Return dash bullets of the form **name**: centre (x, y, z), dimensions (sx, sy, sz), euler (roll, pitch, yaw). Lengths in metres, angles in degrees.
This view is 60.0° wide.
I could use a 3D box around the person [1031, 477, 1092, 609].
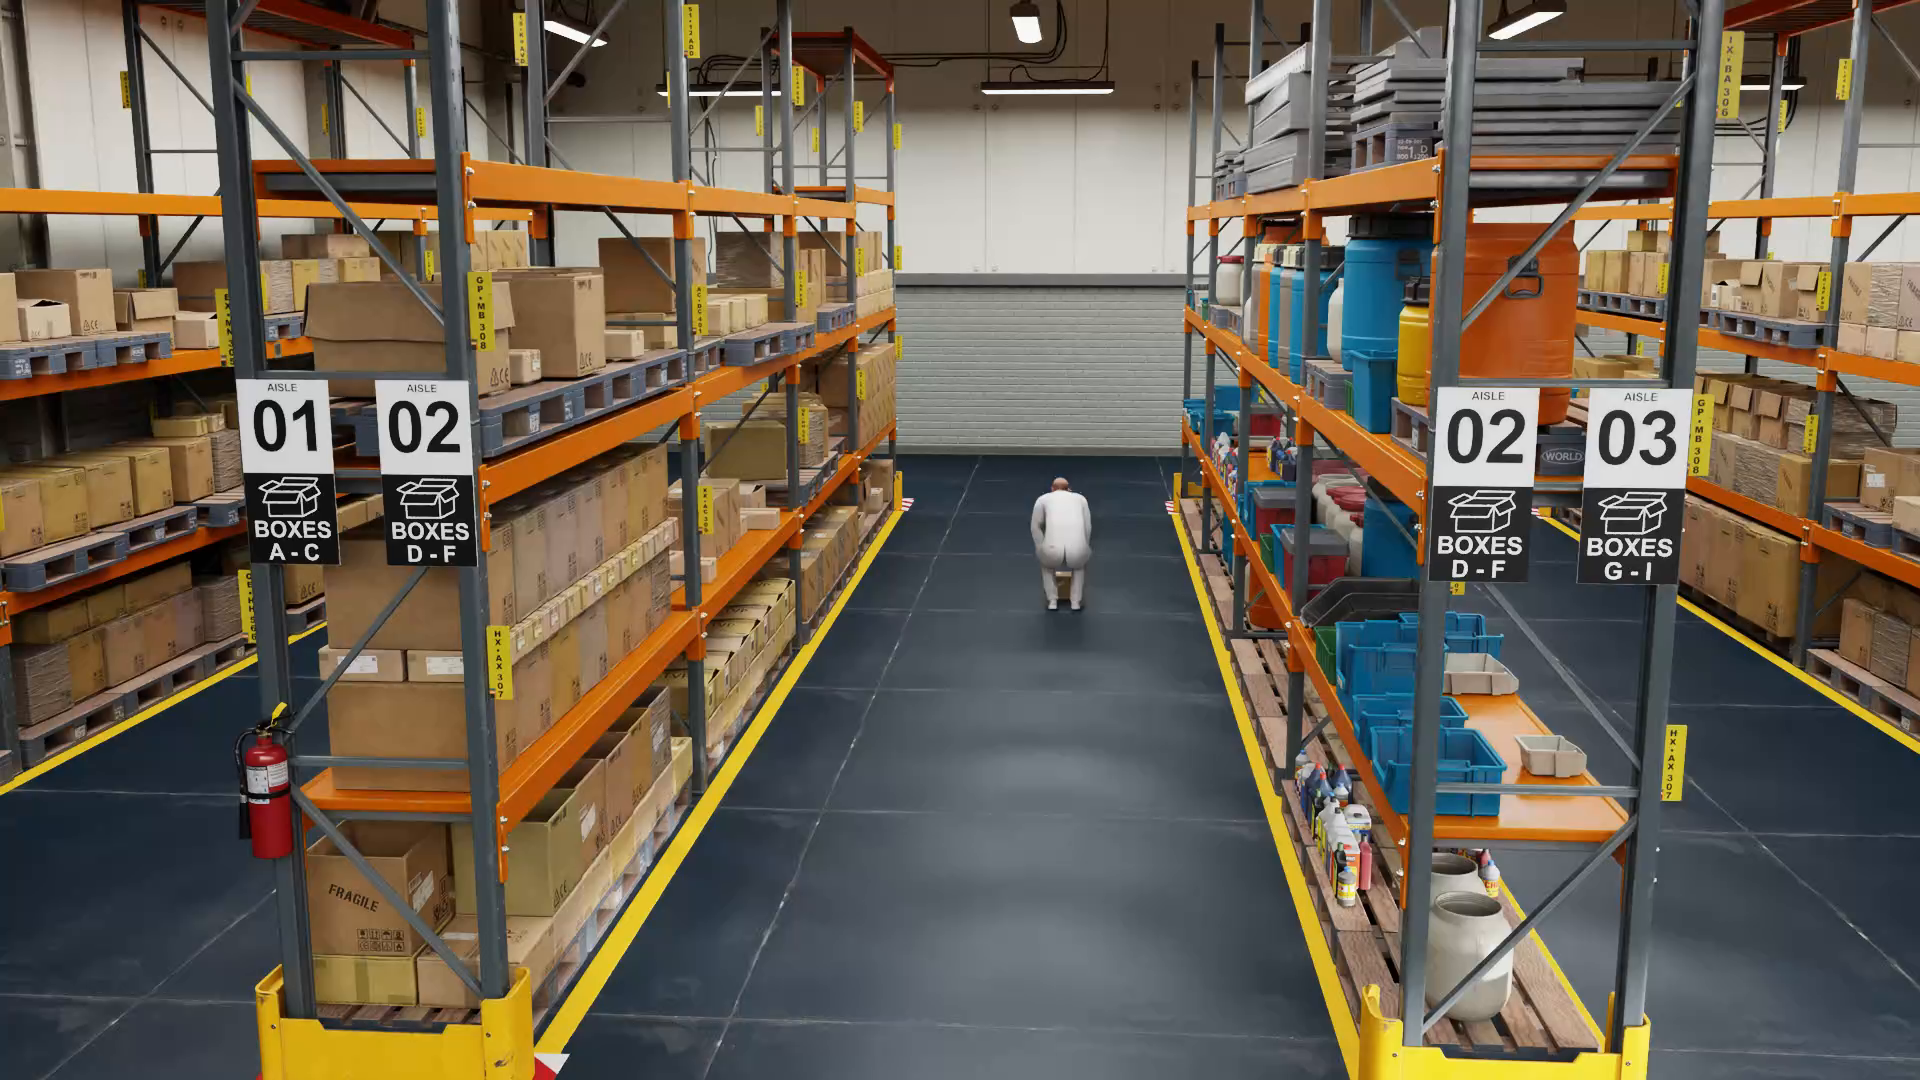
- **person**: centre (1.036, 0.044, 17.039), dimensions (0.631, 1.301, 0.780), euler (1, 11, 4)
